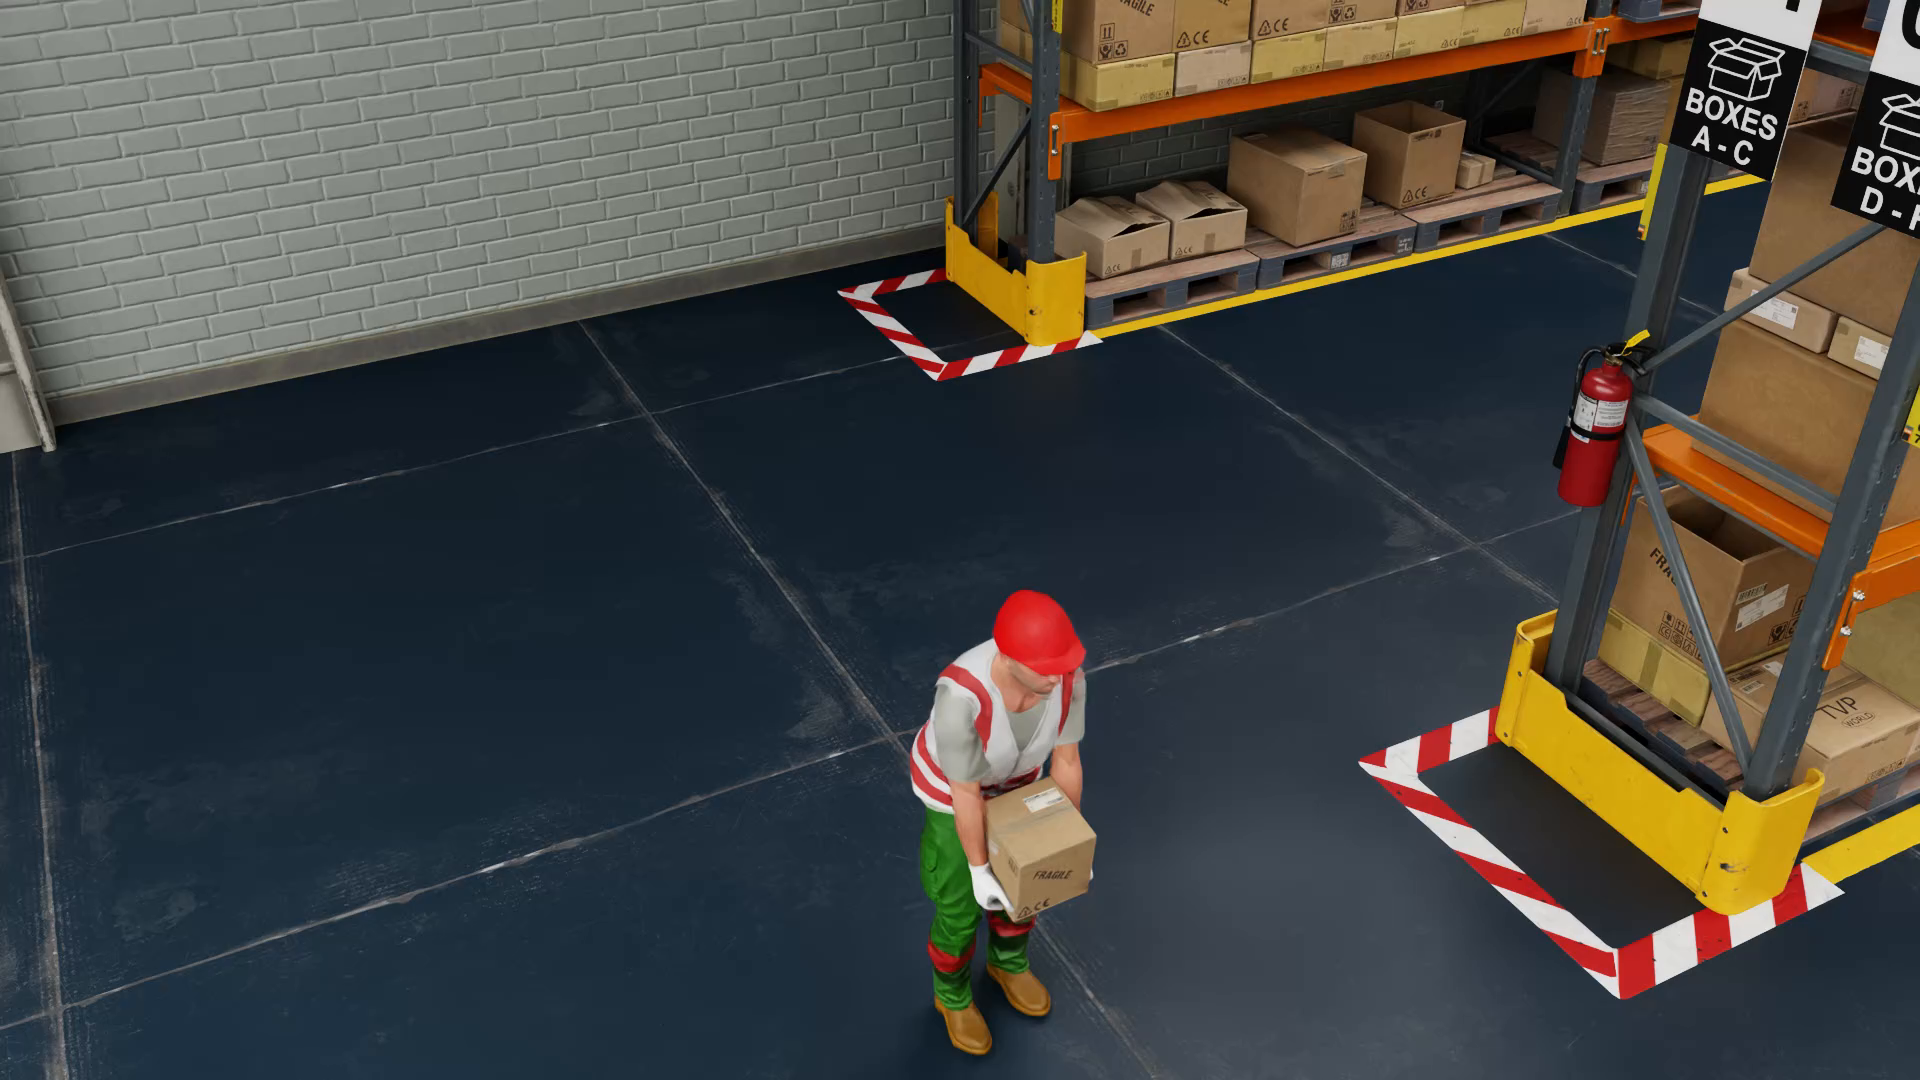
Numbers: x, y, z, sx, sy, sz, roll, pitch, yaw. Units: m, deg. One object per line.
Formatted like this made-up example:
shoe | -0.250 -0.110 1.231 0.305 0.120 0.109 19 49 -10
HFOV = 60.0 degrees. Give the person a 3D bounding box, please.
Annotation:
person | 0.130 0.803 4.904 0.485 1.747 0.595 -17 36 -24
